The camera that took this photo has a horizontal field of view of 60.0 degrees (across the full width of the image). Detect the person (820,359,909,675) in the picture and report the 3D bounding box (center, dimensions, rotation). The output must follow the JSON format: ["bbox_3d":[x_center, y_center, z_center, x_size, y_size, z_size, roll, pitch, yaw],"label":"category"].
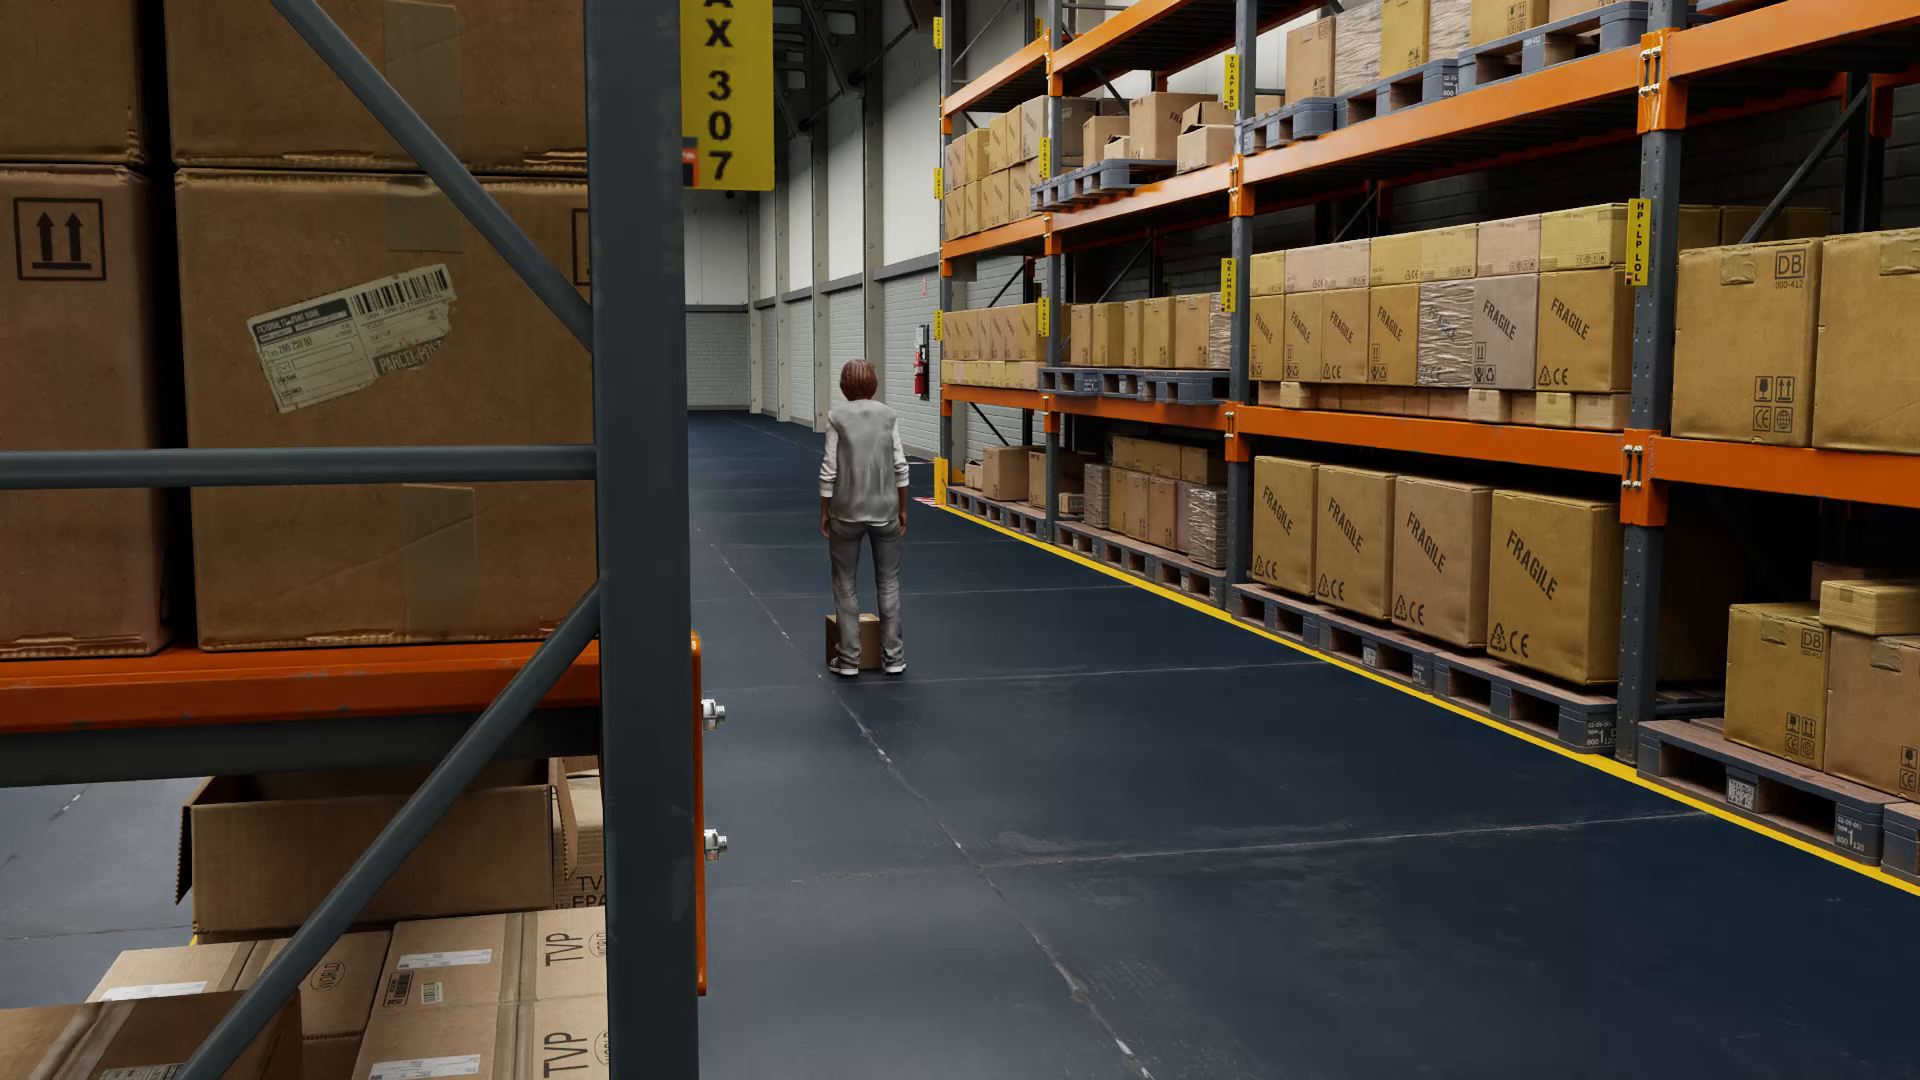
[{"bbox_3d":[-0.484,-0.110,8.381,0.460,1.591,0.345,-2,7,-15],"label":"person"}]
